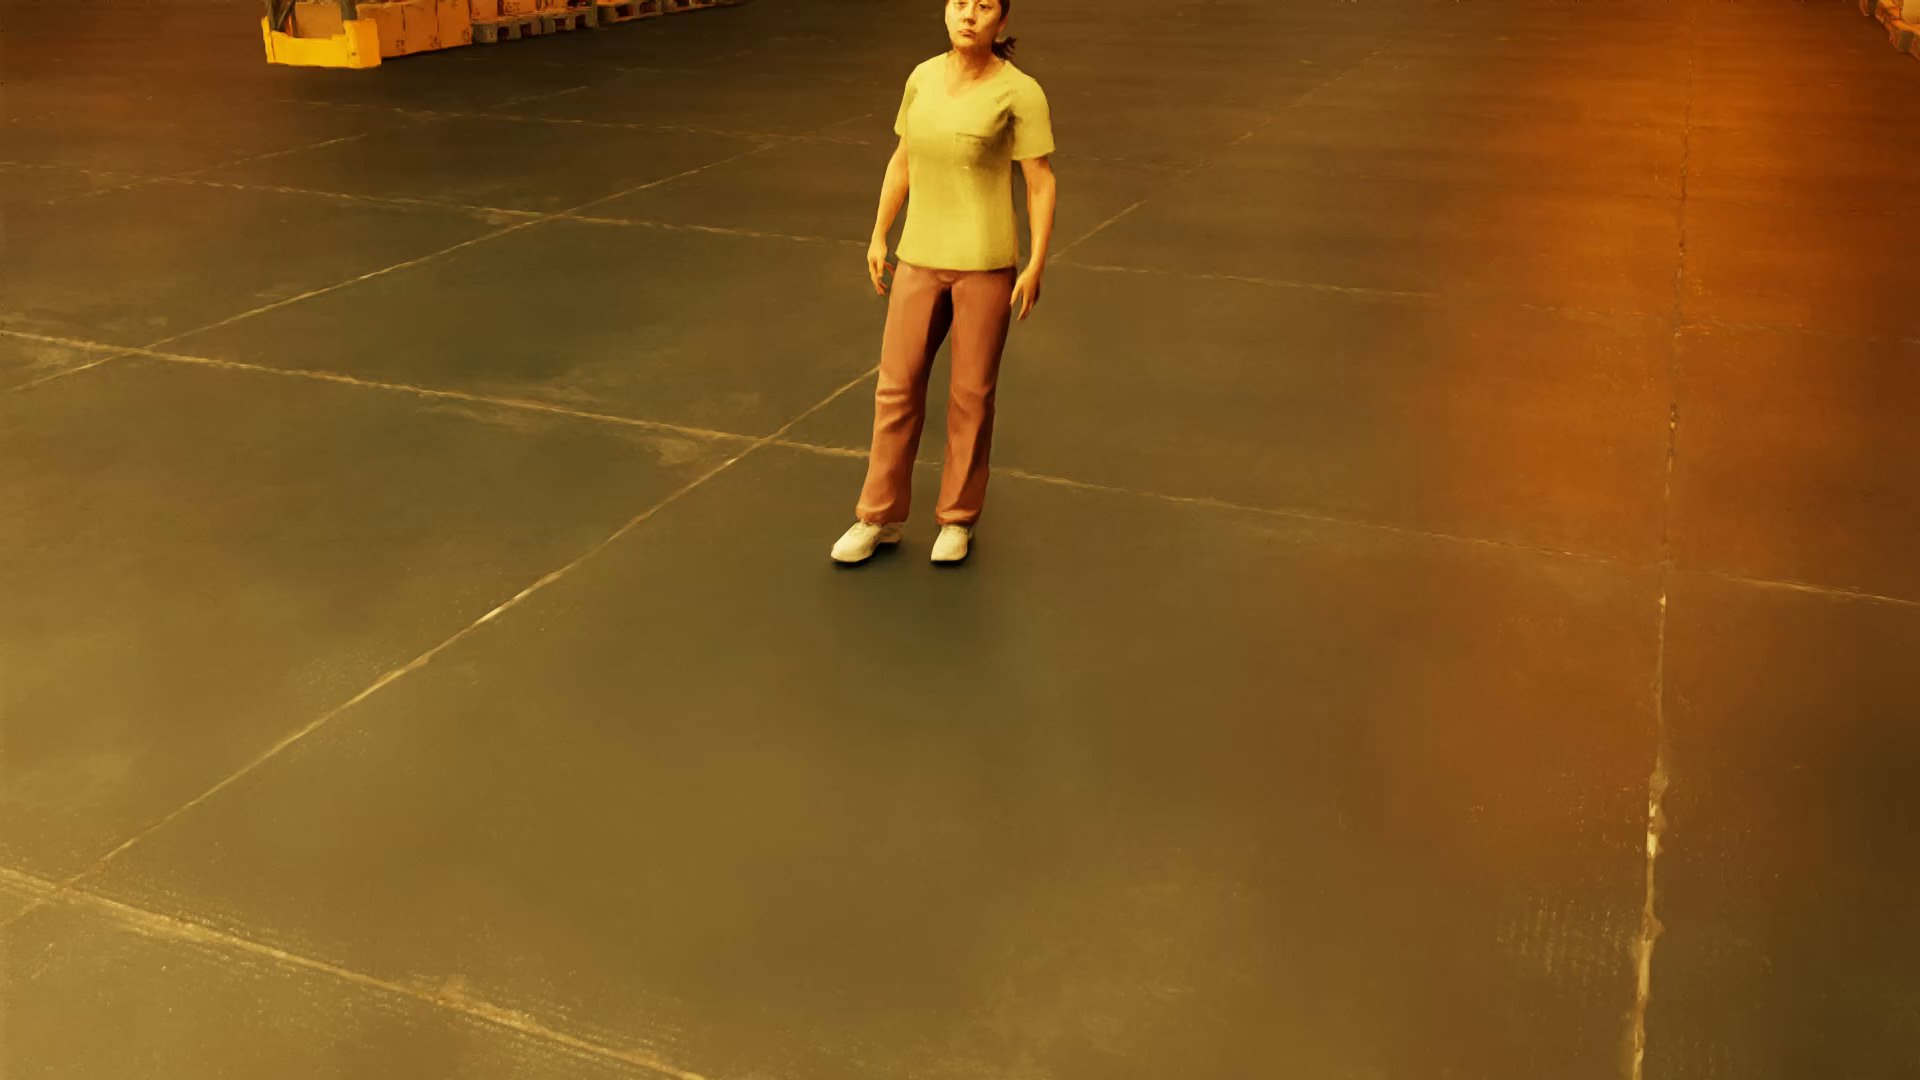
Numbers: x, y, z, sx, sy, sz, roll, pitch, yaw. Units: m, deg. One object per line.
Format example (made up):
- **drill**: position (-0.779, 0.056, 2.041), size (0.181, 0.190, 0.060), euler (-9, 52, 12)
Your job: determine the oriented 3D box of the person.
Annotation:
- **person**: position (-0.038, -0.755, 4.708), size (0.554, 1.674, 0.548), euler (9, 24, 21)
